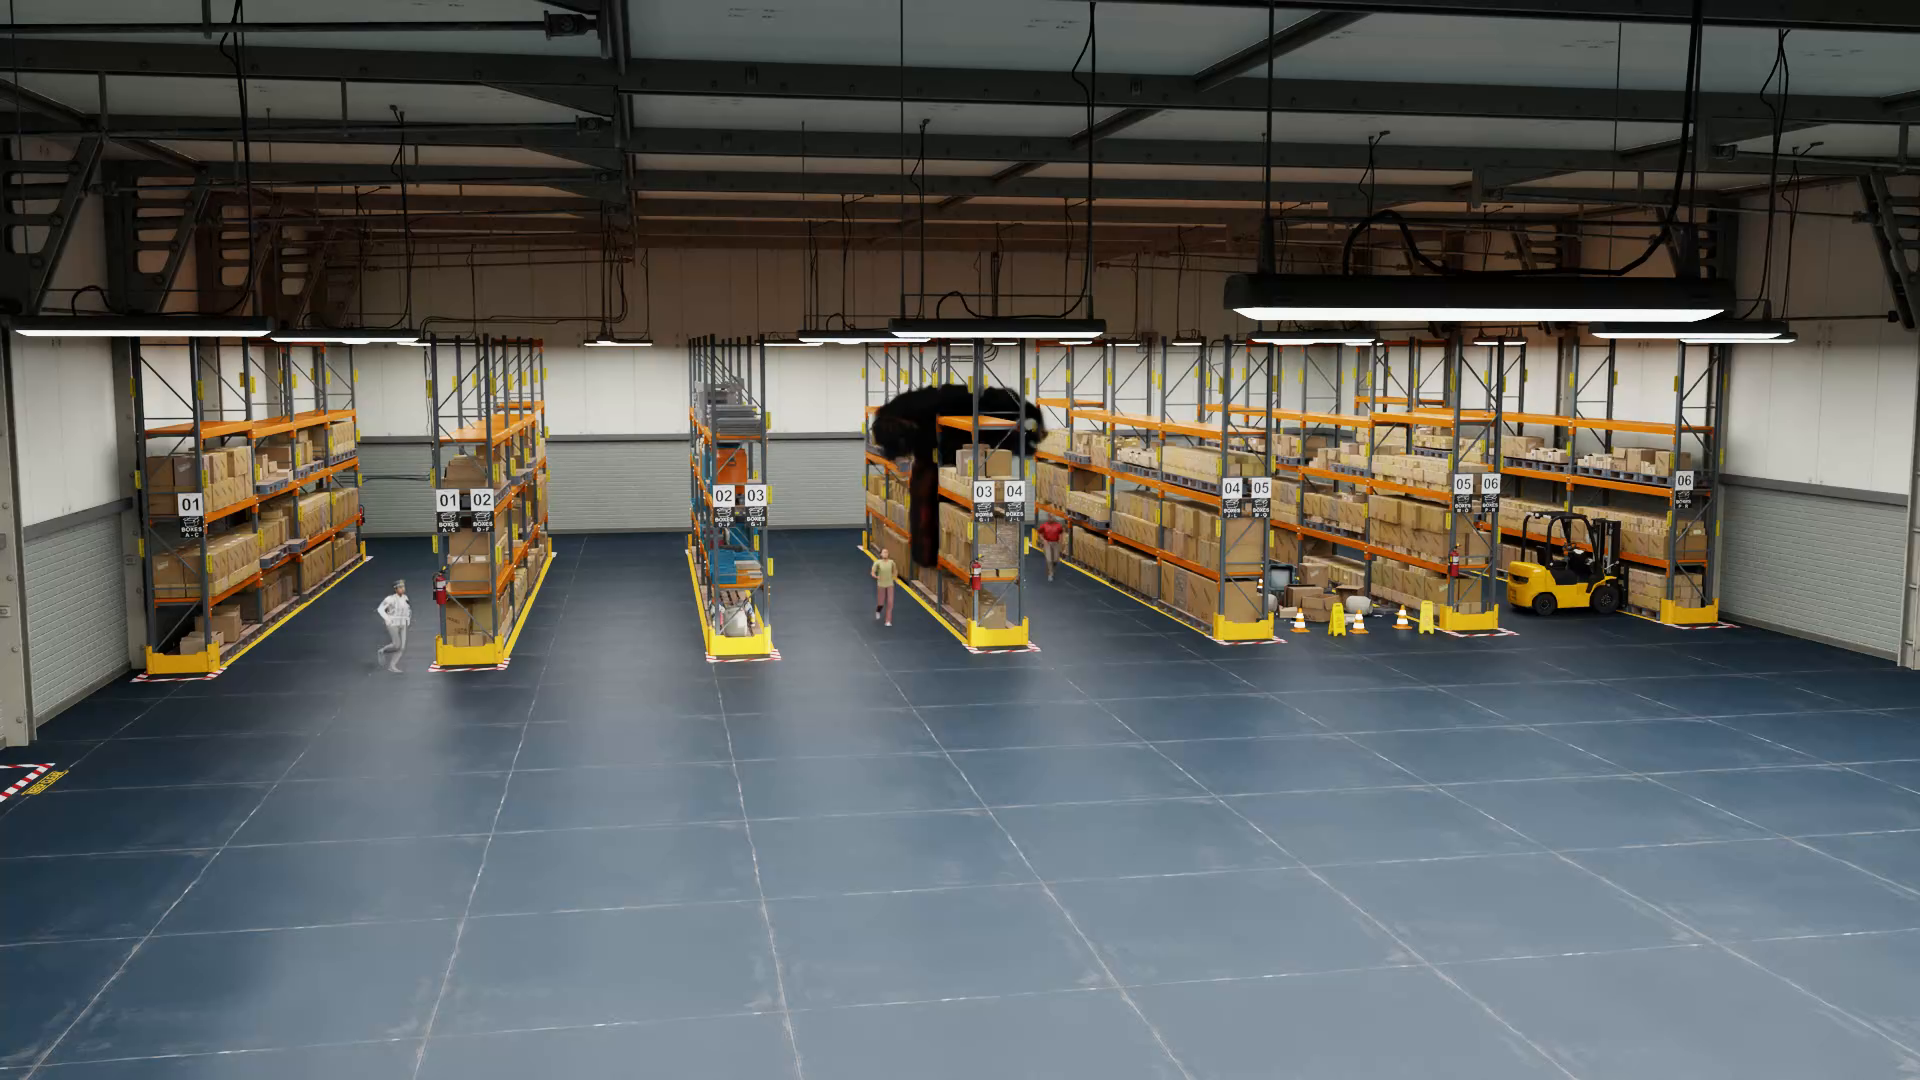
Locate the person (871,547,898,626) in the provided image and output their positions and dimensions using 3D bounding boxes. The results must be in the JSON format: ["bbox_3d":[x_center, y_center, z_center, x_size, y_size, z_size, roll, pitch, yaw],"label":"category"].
[{"bbox_3d":[-1.556,0.955,34.579,0.588,1.628,0.758,-2,7,-16],"label":"person"}]

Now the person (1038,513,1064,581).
[{"bbox_3d":[2.268,0.159,41.409,0.665,1.688,0.578,0,7,-4],"label":"person"}]

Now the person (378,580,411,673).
[{"bbox_3d":[-10.071,1.525,29.713,0.558,1.657,0.616,4,8,33],"label":"person"}]

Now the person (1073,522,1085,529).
[{"bbox_3d":[3.665,-0.984,51.103,0.636,1.690,0.659,5,8,39],"label":"person"}]
